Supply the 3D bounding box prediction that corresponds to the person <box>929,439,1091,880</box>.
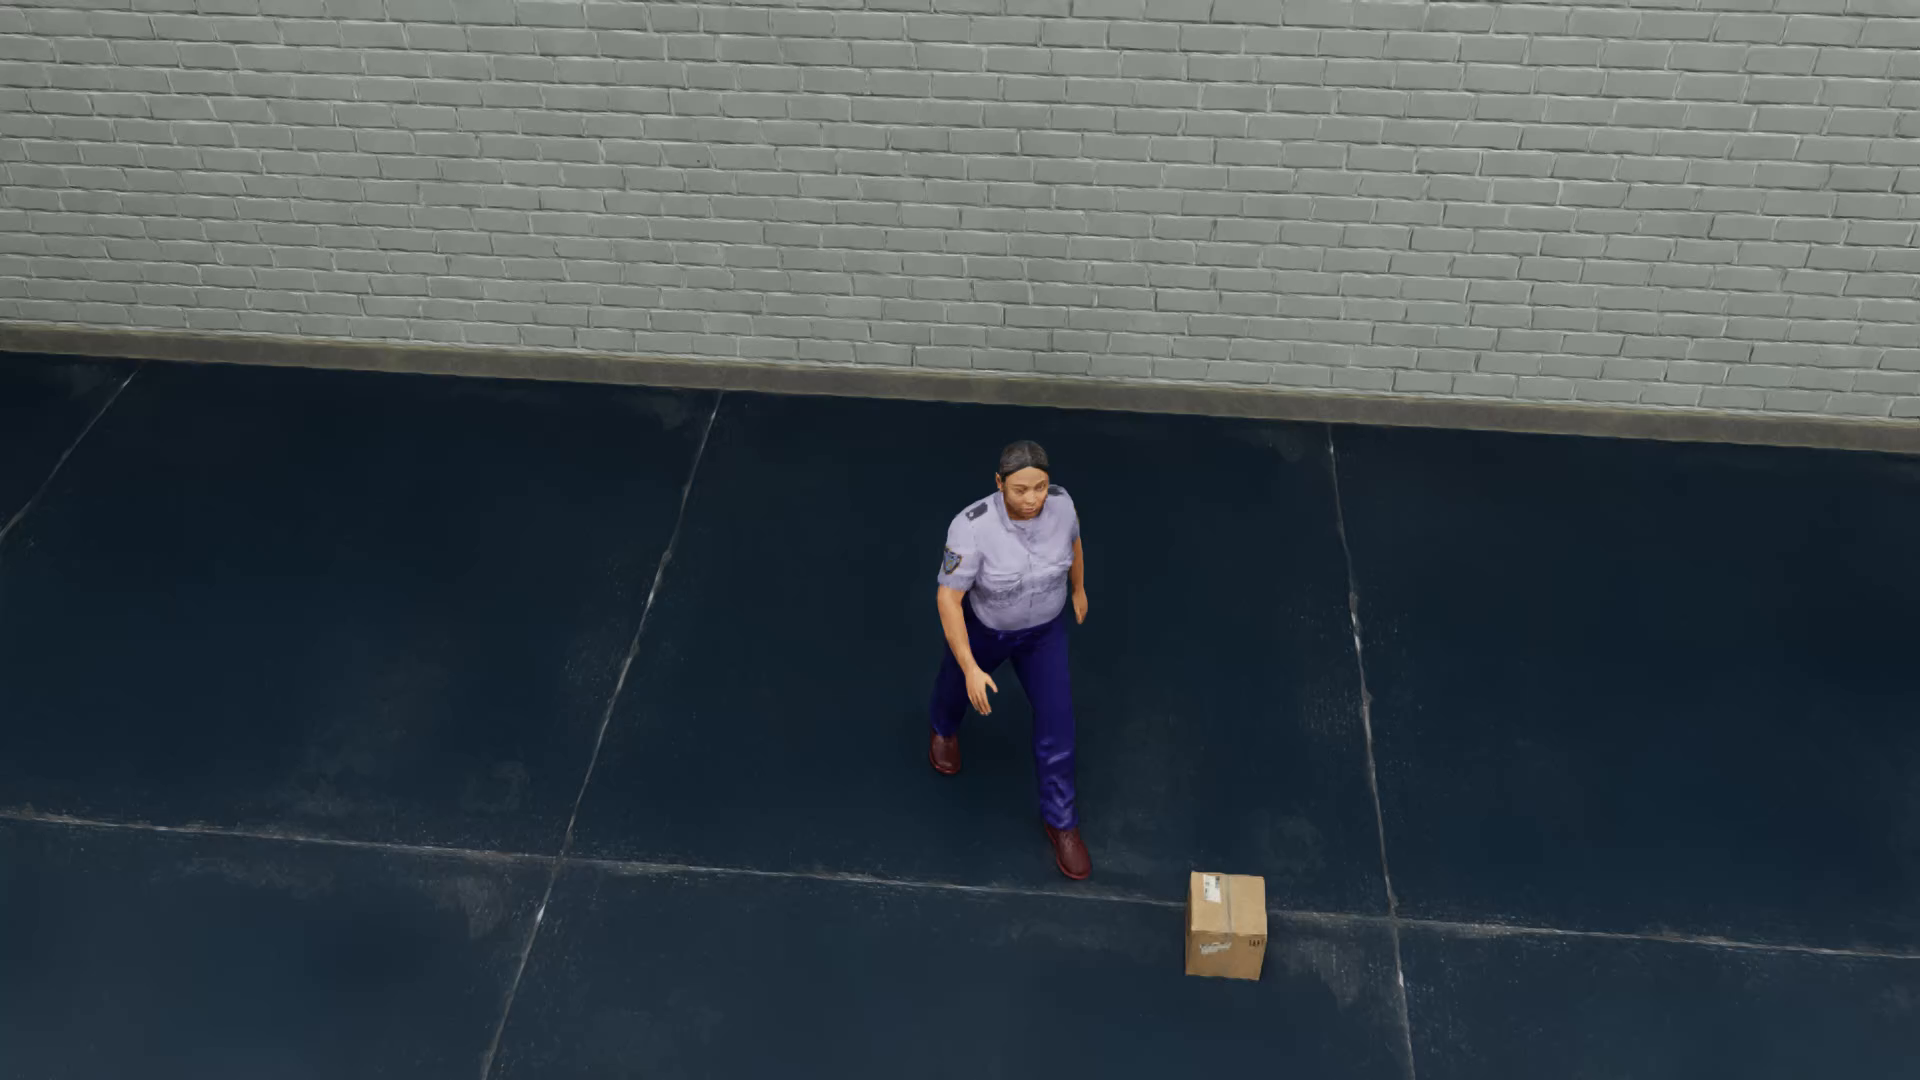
[{"bbox_3d":[0.223,0.346,5.754,0.629,1.603,0.940,-14,42,-16],"label":"person"}]
